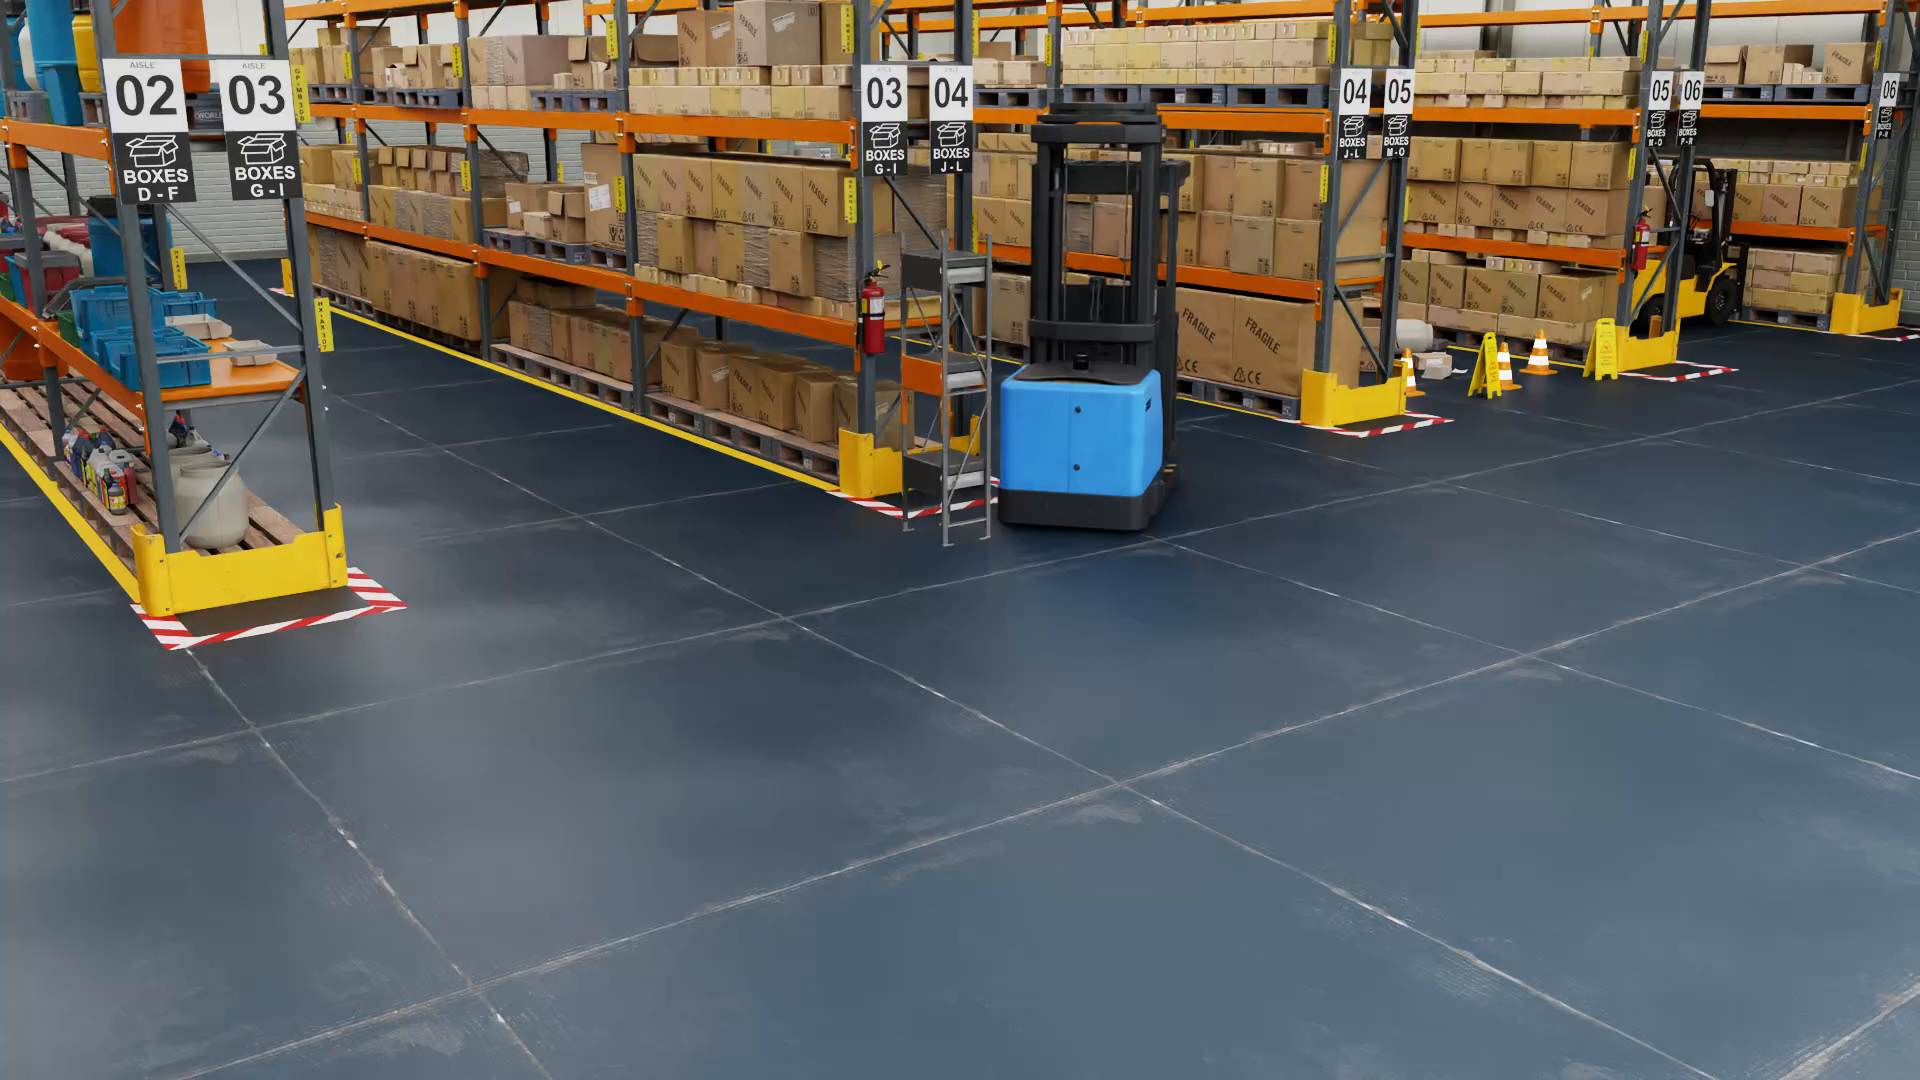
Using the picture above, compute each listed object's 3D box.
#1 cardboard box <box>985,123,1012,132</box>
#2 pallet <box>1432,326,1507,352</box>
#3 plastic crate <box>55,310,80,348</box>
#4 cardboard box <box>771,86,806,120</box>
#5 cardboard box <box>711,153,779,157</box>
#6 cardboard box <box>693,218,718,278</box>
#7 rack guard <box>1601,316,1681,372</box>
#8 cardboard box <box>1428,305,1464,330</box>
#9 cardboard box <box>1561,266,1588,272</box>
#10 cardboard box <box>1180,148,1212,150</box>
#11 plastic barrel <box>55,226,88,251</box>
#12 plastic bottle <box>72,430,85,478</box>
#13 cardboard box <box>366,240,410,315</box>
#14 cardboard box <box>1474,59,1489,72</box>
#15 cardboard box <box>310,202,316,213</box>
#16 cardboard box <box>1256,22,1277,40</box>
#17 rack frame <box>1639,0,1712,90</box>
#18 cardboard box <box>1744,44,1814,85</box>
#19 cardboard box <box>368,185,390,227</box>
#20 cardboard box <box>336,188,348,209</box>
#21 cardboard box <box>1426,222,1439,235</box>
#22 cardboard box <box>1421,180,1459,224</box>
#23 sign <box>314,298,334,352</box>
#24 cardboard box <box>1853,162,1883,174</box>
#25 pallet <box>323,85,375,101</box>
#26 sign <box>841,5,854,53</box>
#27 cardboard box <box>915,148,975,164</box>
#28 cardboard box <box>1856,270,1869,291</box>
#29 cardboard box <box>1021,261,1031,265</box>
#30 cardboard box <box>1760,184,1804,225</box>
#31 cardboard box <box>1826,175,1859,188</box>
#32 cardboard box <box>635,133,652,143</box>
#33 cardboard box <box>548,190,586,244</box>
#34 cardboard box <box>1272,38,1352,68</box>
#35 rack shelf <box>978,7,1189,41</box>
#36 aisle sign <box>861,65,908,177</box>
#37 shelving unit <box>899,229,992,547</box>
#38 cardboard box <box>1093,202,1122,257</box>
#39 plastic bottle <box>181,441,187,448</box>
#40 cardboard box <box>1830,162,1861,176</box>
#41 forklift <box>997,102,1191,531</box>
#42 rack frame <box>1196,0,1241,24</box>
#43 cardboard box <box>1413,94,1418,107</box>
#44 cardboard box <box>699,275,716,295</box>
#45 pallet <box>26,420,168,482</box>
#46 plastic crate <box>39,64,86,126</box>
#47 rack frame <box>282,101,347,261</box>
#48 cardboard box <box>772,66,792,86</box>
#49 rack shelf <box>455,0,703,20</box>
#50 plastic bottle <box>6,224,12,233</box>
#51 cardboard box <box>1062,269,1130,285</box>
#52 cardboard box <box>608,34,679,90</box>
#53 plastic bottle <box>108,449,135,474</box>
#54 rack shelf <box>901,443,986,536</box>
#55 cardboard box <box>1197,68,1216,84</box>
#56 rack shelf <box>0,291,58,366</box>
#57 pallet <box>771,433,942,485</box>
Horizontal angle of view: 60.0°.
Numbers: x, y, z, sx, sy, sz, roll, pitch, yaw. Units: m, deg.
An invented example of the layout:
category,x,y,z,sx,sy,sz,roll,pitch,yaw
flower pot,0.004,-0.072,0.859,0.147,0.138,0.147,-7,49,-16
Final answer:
category,x,y,z,sx,sy,sz,roll,pitch,yaw
cardboard box,0.641,-6.920,27.865,0.380,0.149,0.250,-11,19,-35
pallet,6.465,-2.517,20.373,1.003,0.211,1.213,-11,19,-35
plastic crate,-6.132,-1.518,11.841,0.450,0.188,0.662,-11,19,-35
cardboard box,-1.129,-3.412,12.964,0.500,0.250,0.500,-11,19,-34
cardboard box,-1.913,-3.236,15.072,0.500,0.500,0.500,-11,19,-35
cardboard box,-1.840,-2.605,14.659,0.875,0.500,0.500,-11,19,-35
rack guard,7.628,-2.217,18.729,1.175,0.500,0.348,-11,19,-35
cardboard box,6.086,-2.744,20.333,0.500,0.250,0.500,-11,19,-35
cardboard box,7.096,-2.976,19.759,0.500,0.500,0.500,-12,19,-37
cardboard box,3.461,-5.455,24.277,0.500,0.500,0.500,-12,19,-36
plastic barrel,-7.773,-2.507,14.795,0.433,0.535,0.433,0,15,0
plastic bottle,-6.563,-0.651,12.459,0.144,0.351,0.185,-10,18,-33
cardboard box,-7.007,-3.475,21.819,1.225,0.875,0.875,-11,19,-34
cardboard box,6.223,-5.534,19.396,0.380,0.149,0.250,-10,18,-33
cardboard box,-9.051,-4.762,23.770,0.380,0.149,0.250,-11,19,-35
cardboard box,2.959,-4.705,15.383,0.380,0.149,0.250,-10,18,-34
rack frame,7.672,-6.300,17.548,1.000,3.000,0.127,-11,19,-35
cardboard box,10.706,-6.214,21.743,0.700,0.500,0.500,-11,19,-34
cardboard box,-7.331,-4.342,21.569,0.500,0.500,0.500,-11,19,-34
cardboard box,-8.177,-4.666,22.661,0.500,0.250,0.500,-10,18,-33
cardboard box,5.917,-3.814,20.306,0.380,0.149,0.250,-11,19,-35
cardboard box,5.952,-4.102,20.130,0.500,0.500,0.500,-11,19,-35
sign,-3.902,-1.317,10.183,0.100,0.325,0.005,-11,19,-35
cardboard box,11.661,-4.787,21.403,0.380,0.149,0.250,-11,19,-36
pallet,-7.872,-6.011,22.342,1.003,0.211,1.213,-11,19,-35
sign,-0.804,-3.660,11.908,0.100,0.325,0.005,-11,19,-35
cardboard box,-0.118,-4.541,20.402,0.700,0.500,0.500,-11,19,-35
cardboard box,11.577,-3.428,21.884,0.500,0.250,0.500,-10,18,-34
cardboard box,1.583,-4.835,26.789,0.875,0.875,0.875,-10,18,-33
cardboard box,10.886,-4.403,21.790,0.500,0.500,0.500,-10,18,-33
cardboard box,11.255,-4.569,21.171,0.380,0.149,0.250,-11,19,-34
cardboard box,-4.738,-6.240,26.048,0.500,0.500,0.500,-12,19,-36
cardboard box,-3.790,-3.331,17.072,0.797,0.503,0.637,-9,18,-29
cardboard box,3.214,-4.446,15.193,0.500,0.250,0.500,-11,19,-34
rack shelf,1.793,-7.896,25.498,1.077,0.370,4.000,-11,19,-35
aisle sign,-0.550,-3.062,12.158,0.394,0.787,0.004,-11,19,-35
shelving unit,-0.097,-1.048,11.428,0.431,2.100,0.503,-11,19,-35
cardboard box,1.944,-3.352,17.858,0.875,0.550,0.550,-11,19,-35
plastic bottle,-5.781,-0.601,12.402,0.061,0.283,0.133,-11,19,-35
cardboard box,11.304,-4.726,21.180,0.380,0.149,0.250,-11,19,-34
forklift,1.129,-1.824,12.690,1.130,2.935,3.031,4,16,14
rack frame,4.630,-9.634,29.728,1.000,3.000,0.127,-11,19,-35
cardboard box,5.649,-5.381,20.349,0.380,0.149,0.250,-11,19,-34
cardboard box,-2.058,-2.246,14.574,0.380,0.149,0.250,-11,19,-35
pallet,-7.195,-0.770,13.991,1.003,0.211,1.213,-11,19,-35
plastic crate,-5.715,-2.899,10.834,0.392,0.384,0.575,-11,19,-35
rack frame,-9.751,-5.285,25.203,1.000,3.000,0.127,-11,19,-35
cardboard box,-1.234,-3.611,12.934,0.380,0.149,0.250,-11,19,-34
rack shelf,-3.871,-5.503,16.757,1.077,0.370,4.000,-11,19,-35
plastic bottle,-10.491,-3.357,18.403,0.097,0.271,0.097,0,15,0
cardboard box,1.689,-2.503,18.270,0.875,0.875,0.875,-11,19,-34
cardboard box,-2.892,-4.537,15.799,0.797,0.503,0.637,-12,19,-37
plastic bottle,-6.097,-0.513,12.093,0.152,0.276,0.135,-11,19,-35
rack shelf,-0.097,-0.360,11.616,0.431,0.518,0.480,-11,19,-35
cardboard box,2.512,-4.483,16.081,0.380,0.149,0.250,-11,19,-34
rack shelf,-7.878,-2.034,14.687,1.077,0.370,4.000,-11,19,-35
pallet,-0.837,-0.719,13.801,1.003,0.211,1.213,-11,19,-35
